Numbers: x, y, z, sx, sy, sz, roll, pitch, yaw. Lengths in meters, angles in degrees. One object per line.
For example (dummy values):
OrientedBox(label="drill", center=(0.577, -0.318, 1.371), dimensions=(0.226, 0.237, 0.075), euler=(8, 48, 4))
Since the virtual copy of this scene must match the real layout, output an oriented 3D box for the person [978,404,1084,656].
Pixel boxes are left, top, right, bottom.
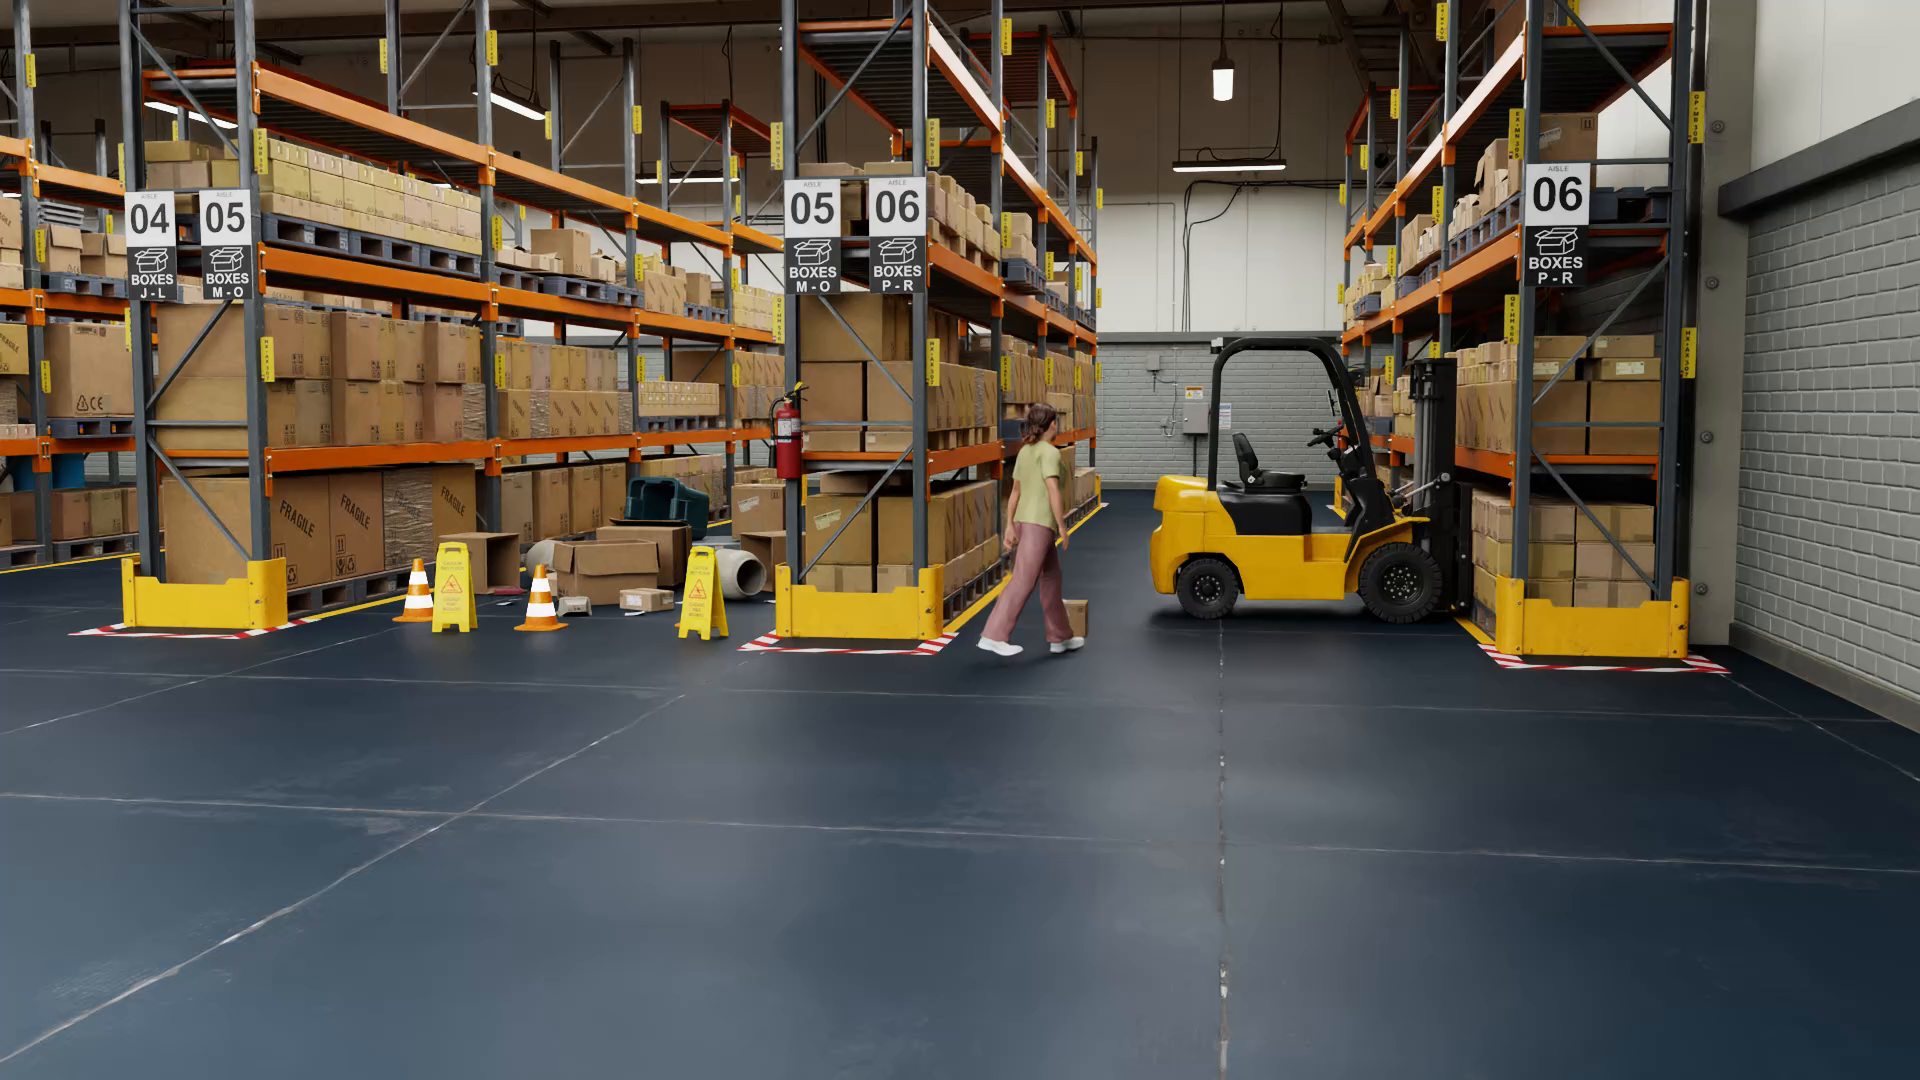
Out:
OrientedBox(label="person", center=(0.494, -0.063, 10.794), dimensions=(0.882, 1.637, 0.546), euler=(-2, 5, -24))
